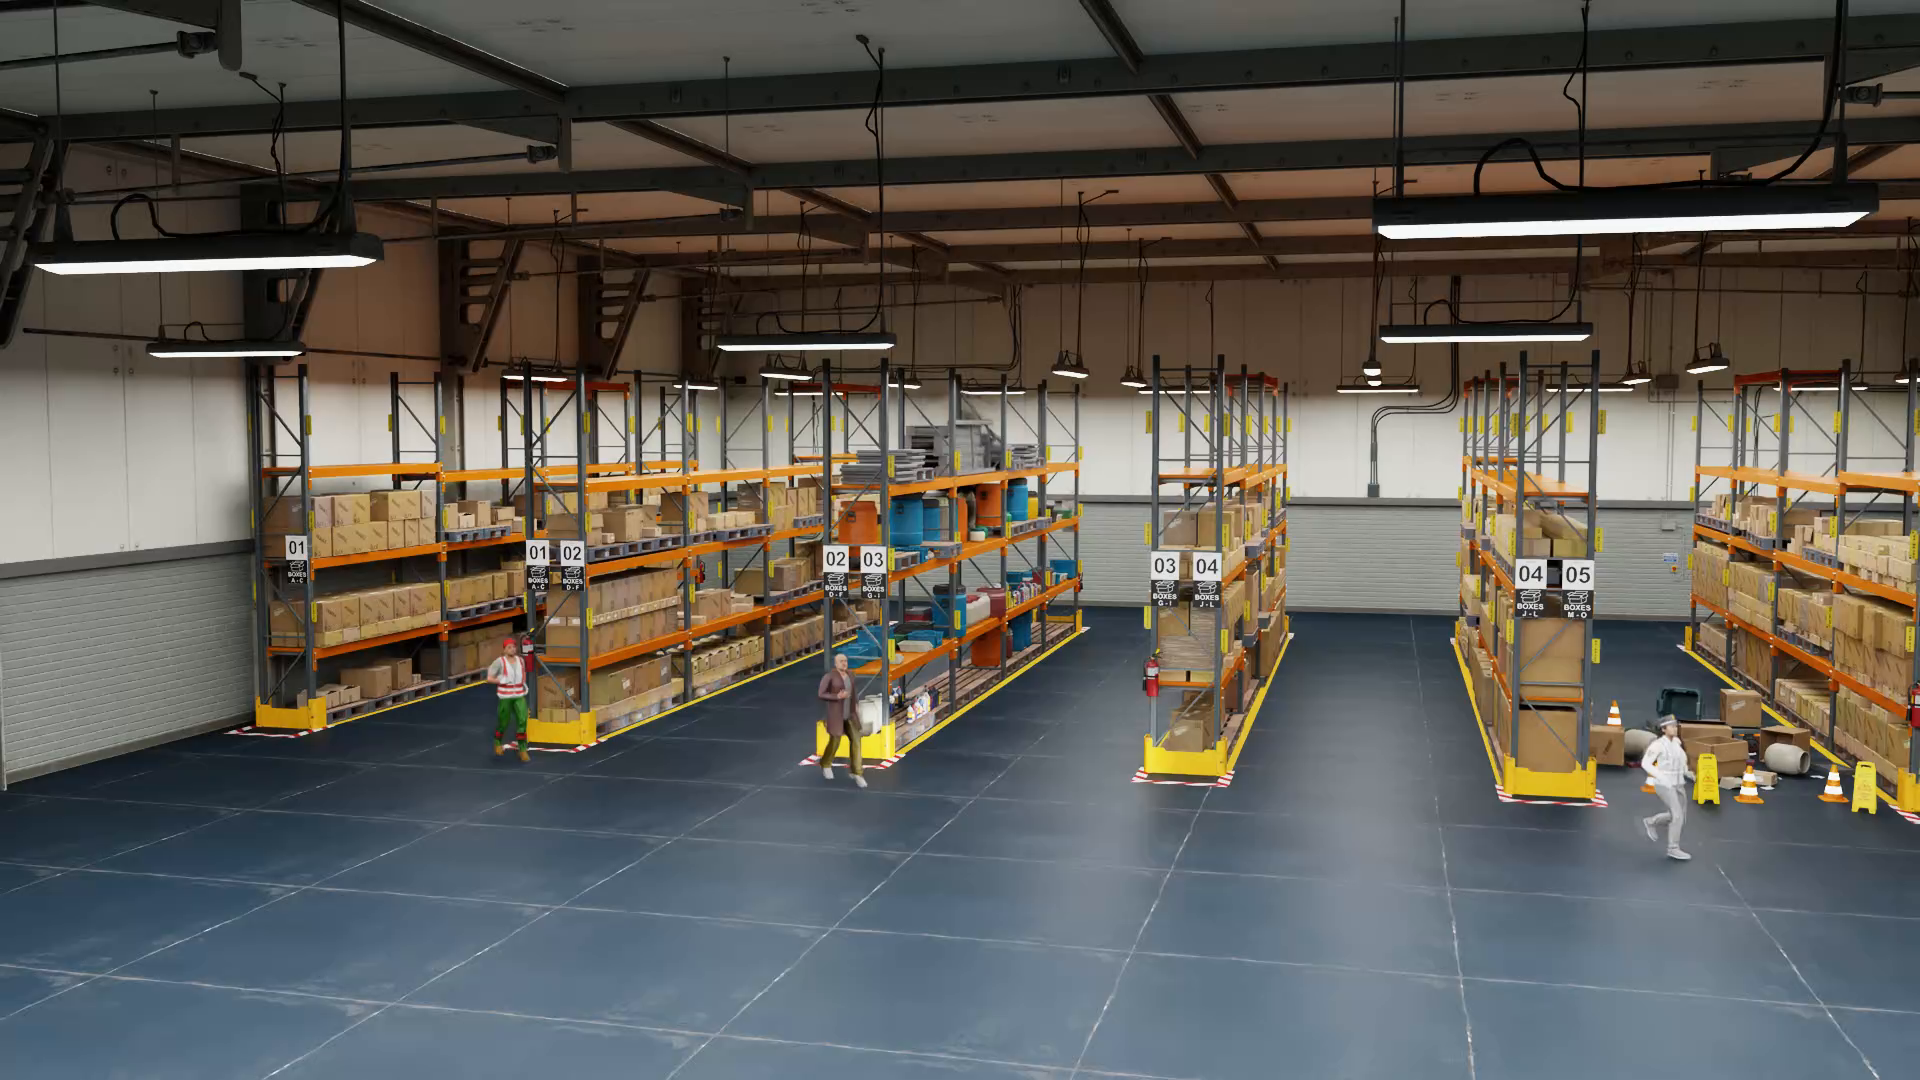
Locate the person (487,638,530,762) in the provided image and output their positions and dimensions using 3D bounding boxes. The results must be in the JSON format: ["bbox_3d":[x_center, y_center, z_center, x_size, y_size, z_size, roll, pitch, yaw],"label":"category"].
[{"bbox_3d":[-6.732,2.372,24.858,0.658,1.807,0.878,-3,5,-36],"label":"person"}]

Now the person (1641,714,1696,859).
[{"bbox_3d":[8.223,2.839,19.354,0.620,1.653,0.679,-2,5,-29],"label":"person"}]

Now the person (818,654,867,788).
[{"bbox_3d":[-1.670,2.499,23.223,0.709,1.828,0.908,-3,5,-33],"label":"person"}]
